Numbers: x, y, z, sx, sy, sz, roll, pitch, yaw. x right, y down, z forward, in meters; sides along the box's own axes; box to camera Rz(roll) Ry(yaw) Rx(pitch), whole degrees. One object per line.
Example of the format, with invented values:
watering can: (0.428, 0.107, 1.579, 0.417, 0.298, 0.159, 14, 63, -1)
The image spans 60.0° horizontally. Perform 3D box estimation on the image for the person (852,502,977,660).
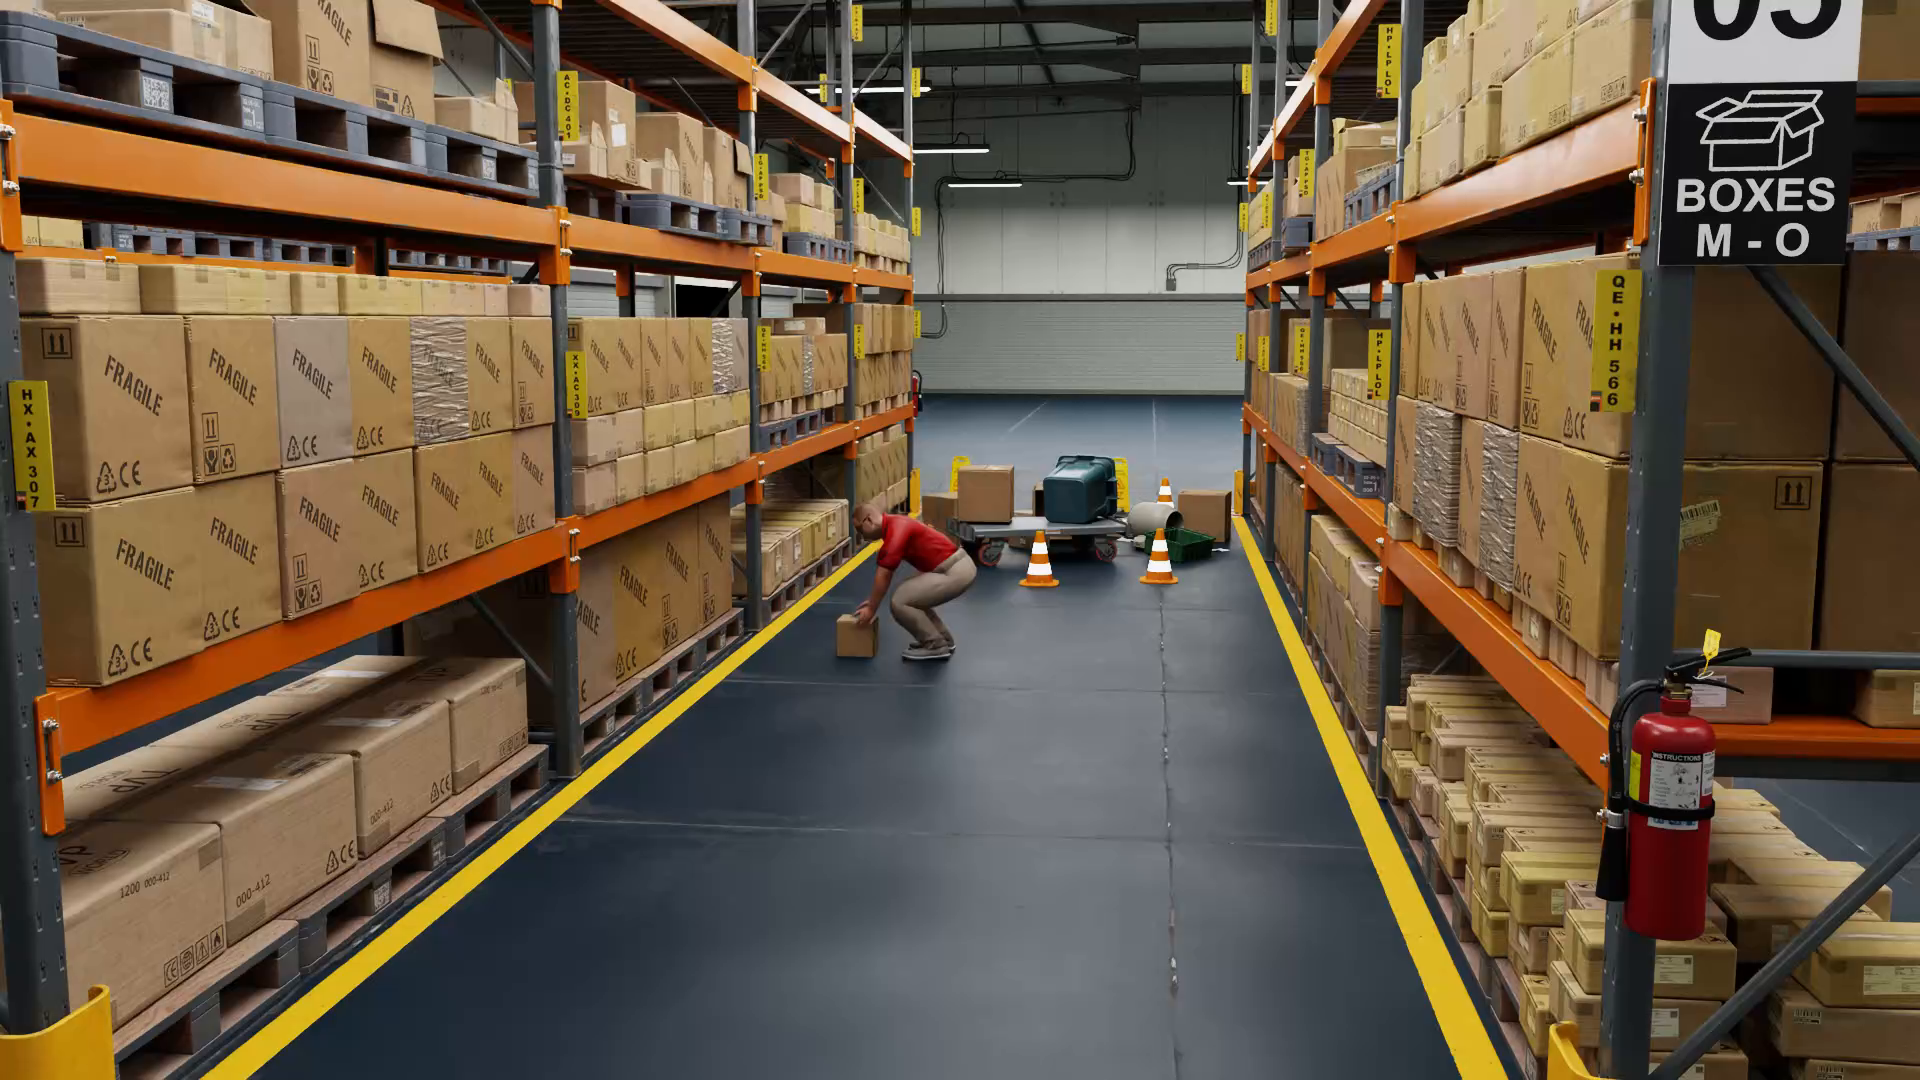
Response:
person: (-0.319, 0.273, 11.358, 0.850, 1.061, 0.572, 1, 8, 6)
